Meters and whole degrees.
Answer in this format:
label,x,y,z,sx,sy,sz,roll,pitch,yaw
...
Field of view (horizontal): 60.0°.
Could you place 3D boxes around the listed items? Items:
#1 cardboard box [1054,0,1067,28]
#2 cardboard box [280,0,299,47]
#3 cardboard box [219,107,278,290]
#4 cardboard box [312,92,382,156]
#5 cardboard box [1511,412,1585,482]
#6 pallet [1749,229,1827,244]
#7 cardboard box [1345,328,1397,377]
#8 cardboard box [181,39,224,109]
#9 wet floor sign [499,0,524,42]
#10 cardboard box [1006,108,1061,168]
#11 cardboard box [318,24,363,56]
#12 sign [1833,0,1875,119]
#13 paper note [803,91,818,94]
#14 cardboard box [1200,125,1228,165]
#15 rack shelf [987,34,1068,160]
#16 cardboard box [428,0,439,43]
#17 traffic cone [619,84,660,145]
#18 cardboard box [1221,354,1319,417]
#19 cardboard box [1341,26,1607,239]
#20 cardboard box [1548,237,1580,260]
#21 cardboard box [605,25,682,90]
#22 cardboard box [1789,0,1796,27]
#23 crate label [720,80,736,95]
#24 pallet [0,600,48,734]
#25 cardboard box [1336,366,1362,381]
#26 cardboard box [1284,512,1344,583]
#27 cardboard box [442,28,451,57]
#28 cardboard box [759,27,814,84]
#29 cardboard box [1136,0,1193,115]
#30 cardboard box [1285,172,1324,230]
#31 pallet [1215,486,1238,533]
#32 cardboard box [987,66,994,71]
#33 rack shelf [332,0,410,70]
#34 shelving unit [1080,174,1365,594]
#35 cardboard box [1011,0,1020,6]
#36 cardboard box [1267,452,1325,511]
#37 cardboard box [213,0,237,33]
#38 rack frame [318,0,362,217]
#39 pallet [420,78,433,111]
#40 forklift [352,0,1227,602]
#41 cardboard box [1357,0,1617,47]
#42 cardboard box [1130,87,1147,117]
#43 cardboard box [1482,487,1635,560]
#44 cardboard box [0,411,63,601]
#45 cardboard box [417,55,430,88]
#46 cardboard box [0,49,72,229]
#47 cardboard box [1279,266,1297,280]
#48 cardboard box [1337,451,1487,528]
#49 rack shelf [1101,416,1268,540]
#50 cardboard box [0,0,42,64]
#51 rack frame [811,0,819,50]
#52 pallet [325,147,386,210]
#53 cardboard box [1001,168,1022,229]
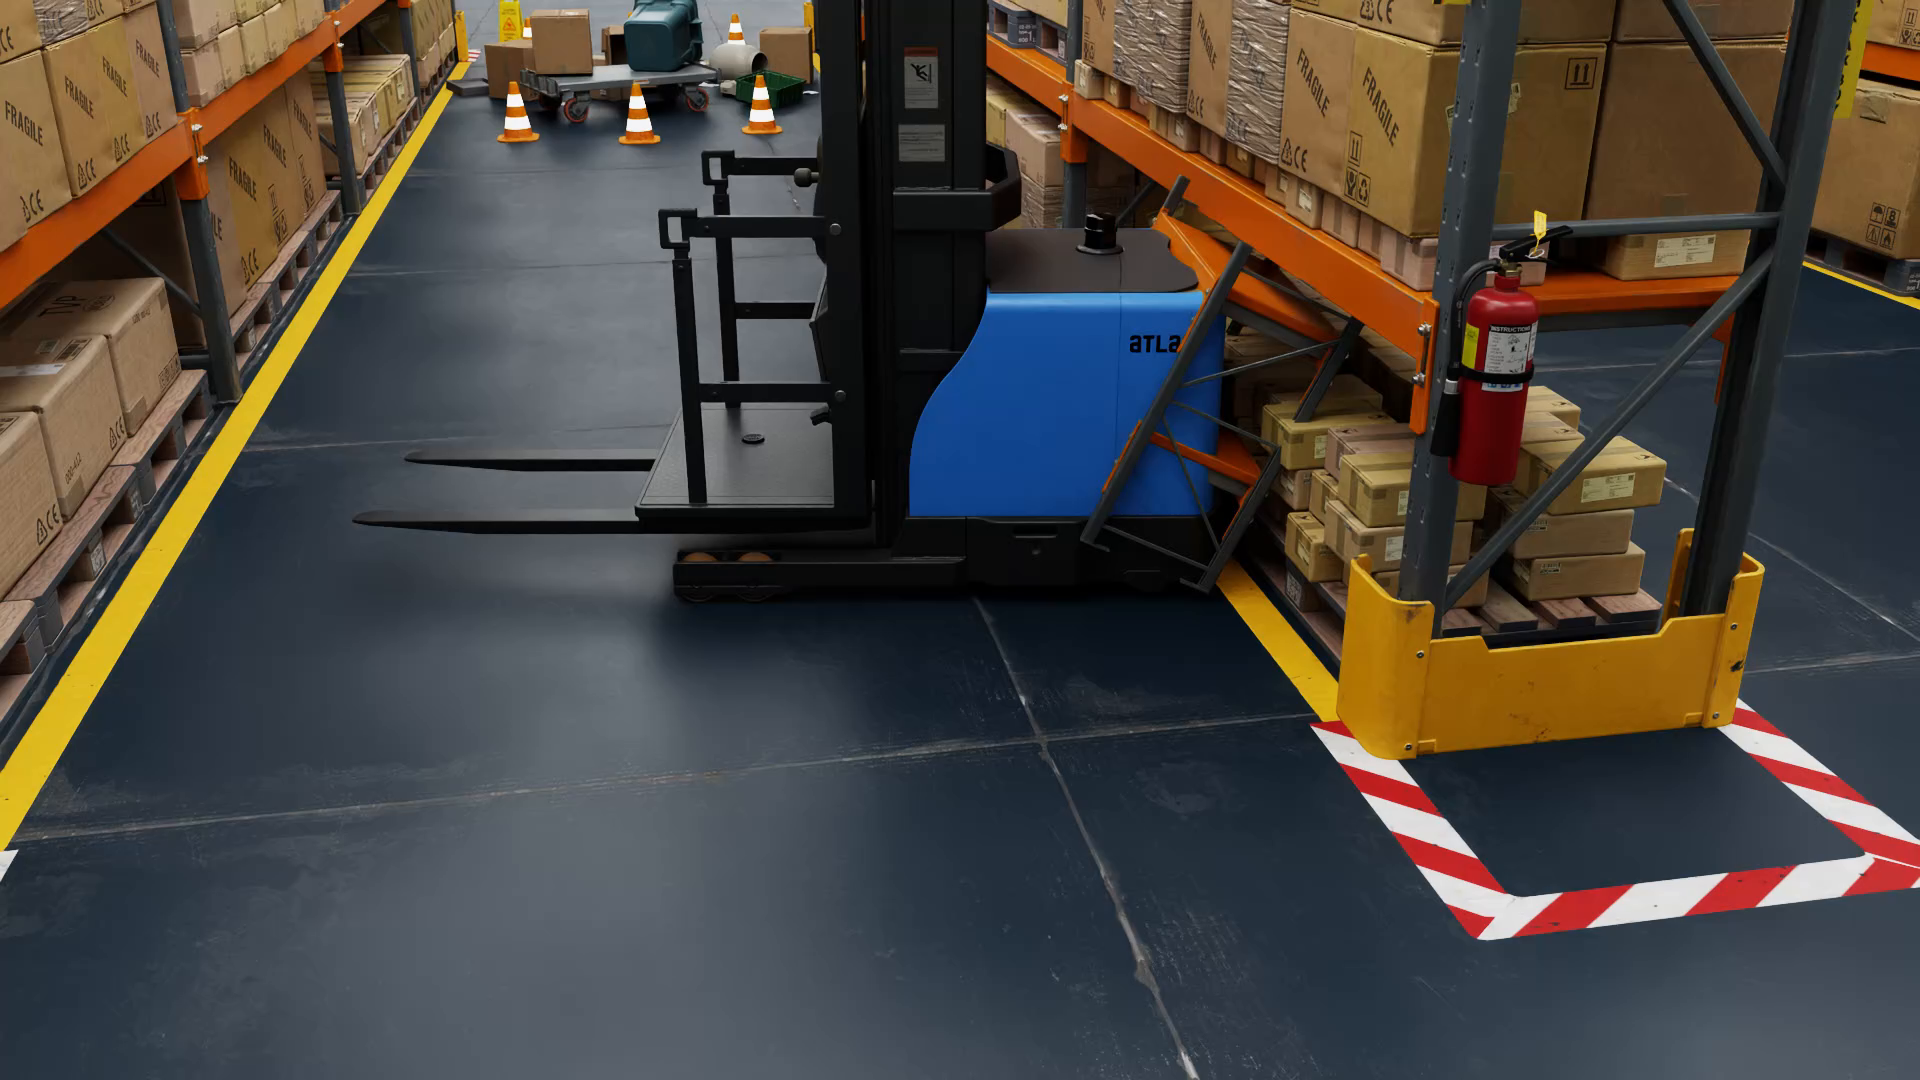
label,x,y,z,sx,sy,sz,roll,pitch,yaw
cardboard box,0.695,-2.710,8.497,0.380,0.149,0.250,-4,24,-9
cardboard box,-4.038,-2.909,9.351,0.500,0.250,0.500,-5,24,-10
cardboard box,-4.202,-1.795,8.742,0.875,0.875,0.875,-4,24,-8
cardboard box,-4.813,-3.058,12.261,0.950,0.372,0.625,-5,24,-11
cardboard box,1.819,-0.305,5.496,0.380,0.149,0.250,-4,24,-9
pallet,5.459,-2.218,11.064,1.003,0.211,1.213,-4,24,-10
cardboard box,1.726,-0.722,6.450,0.380,0.149,0.250,-4,24,-9
cardboard box,-3.656,-2.107,7.514,0.500,0.250,0.500,-5,24,-11
wet floor sign,-5.037,-5.778,18.674,0.267,0.644,0.232,4,24,9
cardboard box,0.544,-2.257,9.333,0.500,0.250,0.500,-3,24,-7
cardboard box,-5.687,-4.619,15.052,0.500,0.500,0.500,-5,24,-10
sign,2.285,-1.253,4.290,0.100,0.325,0.005,-4,24,-10
paper note,-1.482,-4.373,16.224,0.142,0.020,0.147,18,29,36
cardboard box,1.129,-1.522,6.302,0.380,0.149,0.250,-3,24,-8
rack shelf,0.642,-2.846,9.918,1.077,0.370,4.000,-4,24,-10
cardboard box,-5.362,-5.072,16.089,0.500,0.500,0.500,-3,24,-7
traffic cone,-2.672,-3.543,13.785,0.336,0.463,0.334,-4,24,-10
cardboard box,1.152,-0.568,6.096,0.380,0.149,0.250,-3,24,-8
cardboard box,1.415,-1.156,4.652,0.500,0.500,0.500,-4,24,-9
cardboard box,1.926,-0.950,4.991,0.380,0.149,0.250,-3,24,-8
cardboard box,-3.059,-4.751,16.329,0.797,0.637,0.503,-4,24,-10
cardboard box,5.362,-3.326,9.994,0.500,0.500,0.500,-5,24,-10
crate label,-2.166,-4.369,16.082,0.250,0.136,0.298,18,29,36
pallet,-3.319,0.559,4.706,1.003,0.211,1.213,-4,24,-10
cardboard box,1.605,-0.575,6.484,0.380,0.149,0.250,-3,24,-7
cardboard box,1.302,0.013,5.511,0.380,0.149,0.250,-4,24,-8
cardboard box,-5.551,-5.133,17.167,0.500,0.250,0.500,-4,24,-10
cardboard box,-1.763,-4.926,16.902,0.500,0.500,0.500,0,24,-1
cardboard box,1.012,-1.963,6.501,0.500,0.500,0.500,-5,24,-11
cardboard box,1.273,-1.105,5.346,0.380,0.149,0.250,-4,24,-8
pallet,1.400,-0.369,6.831,1.003,0.211,1.213,-4,24,-10
cardboard box,0.162,-3.064,11.180,0.500,0.250,0.500,-5,24,-12
rack shelf,-4.944,-4.014,12.591,1.077,0.370,4.000,-4,24,-10
shelving unit,0.837,-0.588,5.963,0.538,1.125,1.048,22,21,-13
cardboard box,0.500,-3.121,9.436,0.380,0.149,0.250,-3,24,-7
cardboard box,1.276,-0.229,5.692,0.380,0.149,0.250,-5,24,-12
cardboard box,-3.762,-2.541,7.882,0.500,0.250,0.500,-4,24,-9
rack frame,-4.574,-3.557,10.646,1.000,3.000,0.127,-4,24,-10
pallet,-5.472,-4.114,15.405,1.003,0.211,1.213,-4,24,-10
forklift,-0.627,-1.342,5.661,3.031,2.935,1.130,0,24,0
cardboard box,1.422,-1.618,4.461,0.500,0.500,0.500,-5,24,-11
cardboard box,0.964,-1.942,7.262,0.380,0.149,0.250,-5,24,-12
cardboard box,1.907,-0.063,5.313,0.380,0.149,0.250,-3,24,-8
cardboard box,-3.492,-0.040,5.270,0.875,0.438,0.875,-4,24,-8
cardboard box,-5.157,-4.314,15.292,0.500,0.250,0.500,-5,24,-12
cardboard box,-3.207,-1.260,5.262,0.500,0.500,0.500,-4,24,-8
cardboard box,1.444,-1.125,7.371,0.380,0.149,0.250,-4,24,-8
cardboard box,1.404,-0.164,5.172,0.380,0.149,0.250,-4,24,-9
rack shelf,0.732,-0.384,6.046,0.538,0.278,1.000,22,21,-13
cardboard box,-3.202,-1.725,5.077,0.500,0.500,0.500,-4,24,-10
rack frame,-1.207,-7.109,18.781,1.000,3.000,0.127,-4,24,-10
pallet,-4.717,-2.586,11.908,1.003,0.211,1.213,-4,24,-10
cardboard box,0.533,-1.911,9.475,0.500,0.500,0.500,-5,24,-11
